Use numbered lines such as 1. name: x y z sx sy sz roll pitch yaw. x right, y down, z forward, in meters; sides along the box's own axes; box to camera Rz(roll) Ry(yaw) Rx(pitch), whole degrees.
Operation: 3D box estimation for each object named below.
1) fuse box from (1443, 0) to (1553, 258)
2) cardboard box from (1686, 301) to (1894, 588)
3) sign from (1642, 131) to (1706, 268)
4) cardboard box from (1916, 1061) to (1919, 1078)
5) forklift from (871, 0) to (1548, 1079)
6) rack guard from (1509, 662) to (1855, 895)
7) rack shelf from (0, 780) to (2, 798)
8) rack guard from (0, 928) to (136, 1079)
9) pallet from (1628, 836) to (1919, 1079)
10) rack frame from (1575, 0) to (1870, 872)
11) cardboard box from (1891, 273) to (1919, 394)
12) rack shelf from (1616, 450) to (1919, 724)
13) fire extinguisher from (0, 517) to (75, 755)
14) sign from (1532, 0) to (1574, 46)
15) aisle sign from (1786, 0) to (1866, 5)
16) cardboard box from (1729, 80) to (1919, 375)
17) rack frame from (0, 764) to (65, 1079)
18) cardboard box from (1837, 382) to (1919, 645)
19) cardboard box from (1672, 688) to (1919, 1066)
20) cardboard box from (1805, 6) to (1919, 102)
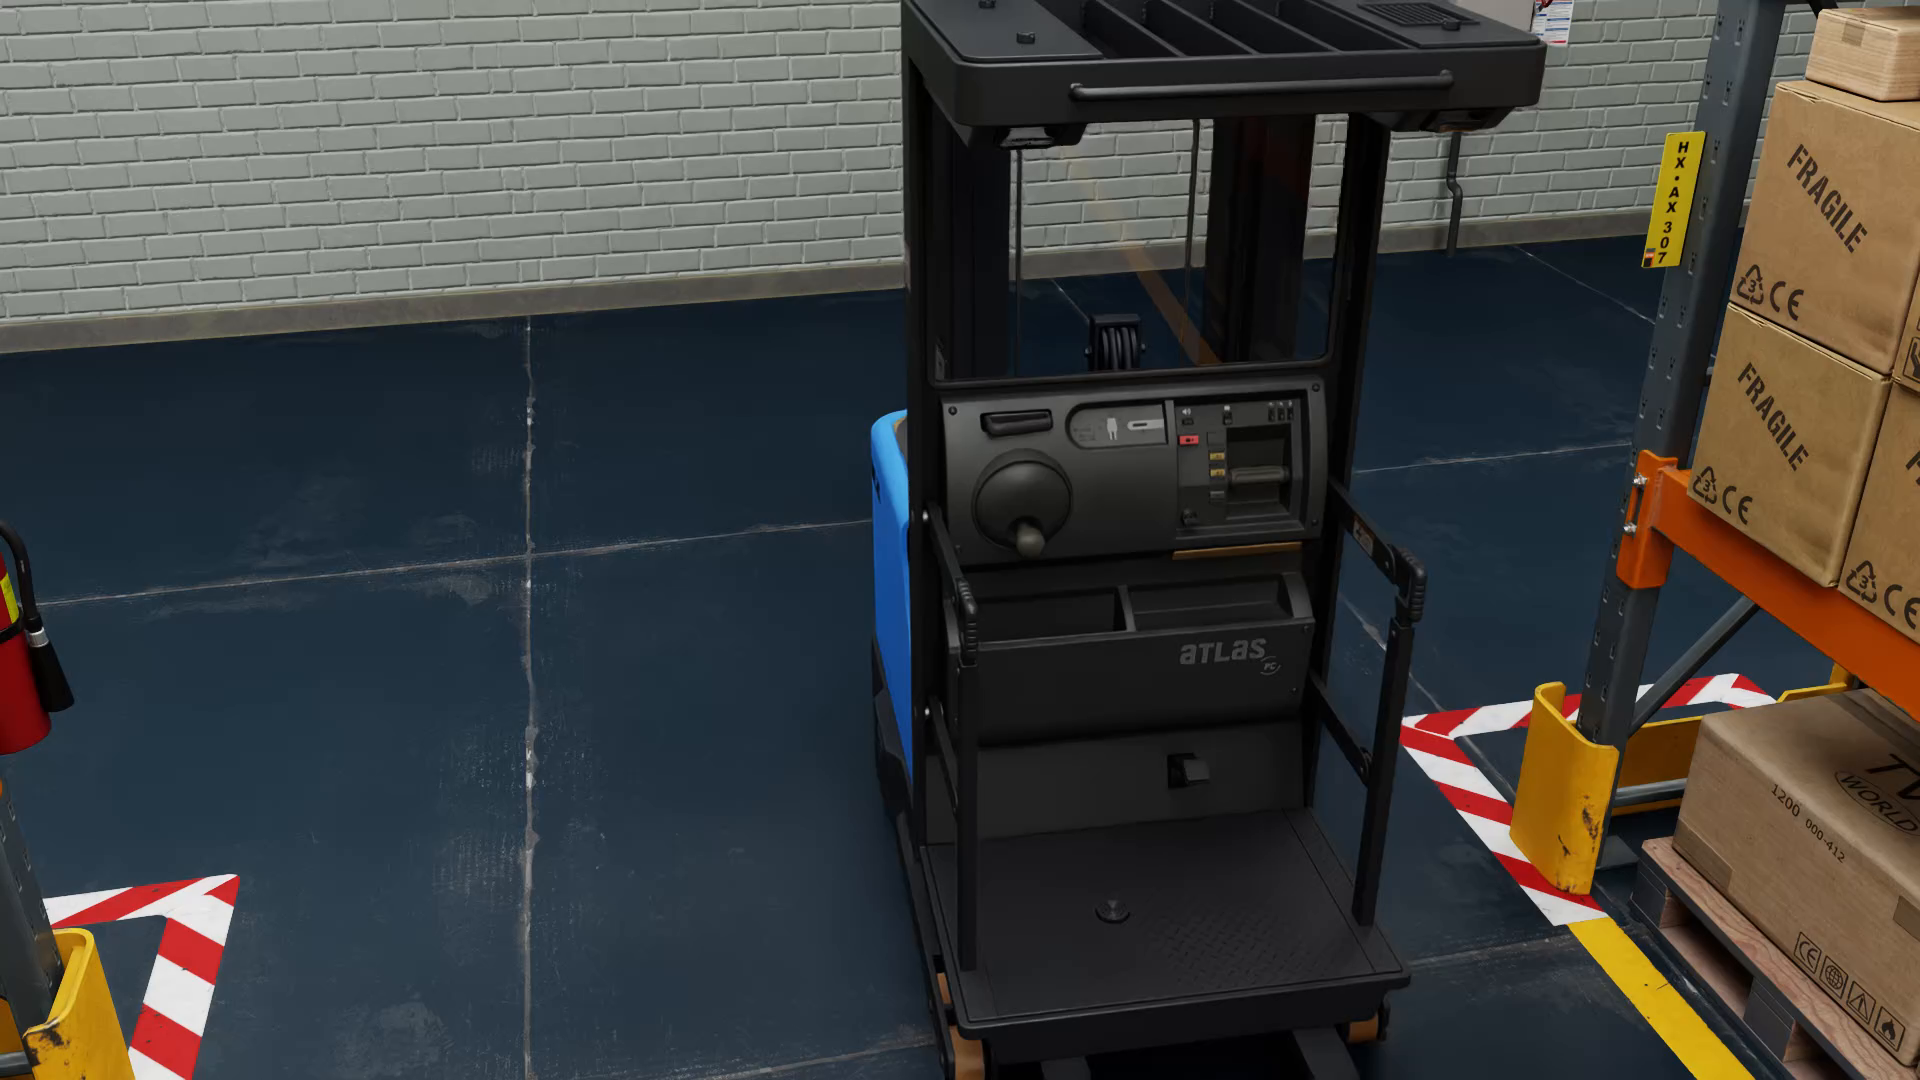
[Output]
1. fuse box: 3.036 -2.491 9.787 0.539 1.711 0.414 -6 27 -12
2. cardboard box: 2.078 -0.249 3.803 0.500 0.500 0.500 -6 27 -12
3. sign: 1.707 -0.812 3.982 0.100 0.325 0.005 -6 27 -12
4. cardboard box: 2.710 1.193 3.435 0.875 0.438 0.875 -5 27 -10
5. forklift: 0.459 -0.134 3.762 1.130 2.935 3.031 -4 27 -8
6. rack guard: 2.244 0.661 4.885 1.175 0.500 0.348 -6 27 -12
7. rack shelf: -2.100 1.302 1.640 1.077 0.370 4.000 -6 27 -12
8. rack guard: -2.533 1.252 3.714 1.175 0.500 0.348 -6 27 -12
9. pallet: 2.506 1.144 4.250 1.003 0.211 1.213 -6 27 -12
10. rack frame: 2.250 -0.444 4.301 1.000 3.000 0.127 -6 27 -12
11. cardboard box: 2.203 -0.469 3.130 0.500 0.500 0.500 -7 28 -13
12. rack shelf: 2.700 0.755 2.723 1.077 0.370 4.000 -6 27 -12
13. fire extinguisher: -2.158 0.147 3.630 0.296 0.674 0.183 -6 27 -12
14. sign: 3.470 -3.165 9.797 0.329 0.494 0.001 -6 27 -12
15. aisle sign: 1.951 -1.607 3.719 0.394 0.787 0.004 -6 27 -12
16. cardboard box: 2.080 -0.695 3.578 0.500 0.500 0.500 -7 28 -13
17. rack frame: -2.554 0.103 3.216 0.949 2.616 0.053 -6 27 -12
18. cardboard box: 2.219 -0.030 3.369 0.500 0.500 0.500 -6 27 -12
19. cardboard box: 2.496 0.792 4.230 0.875 0.438 0.875 -7 28 -13
20. cardboard box: 2.060 -1.041 3.542 0.380 0.149 0.250 -5 27 -11
